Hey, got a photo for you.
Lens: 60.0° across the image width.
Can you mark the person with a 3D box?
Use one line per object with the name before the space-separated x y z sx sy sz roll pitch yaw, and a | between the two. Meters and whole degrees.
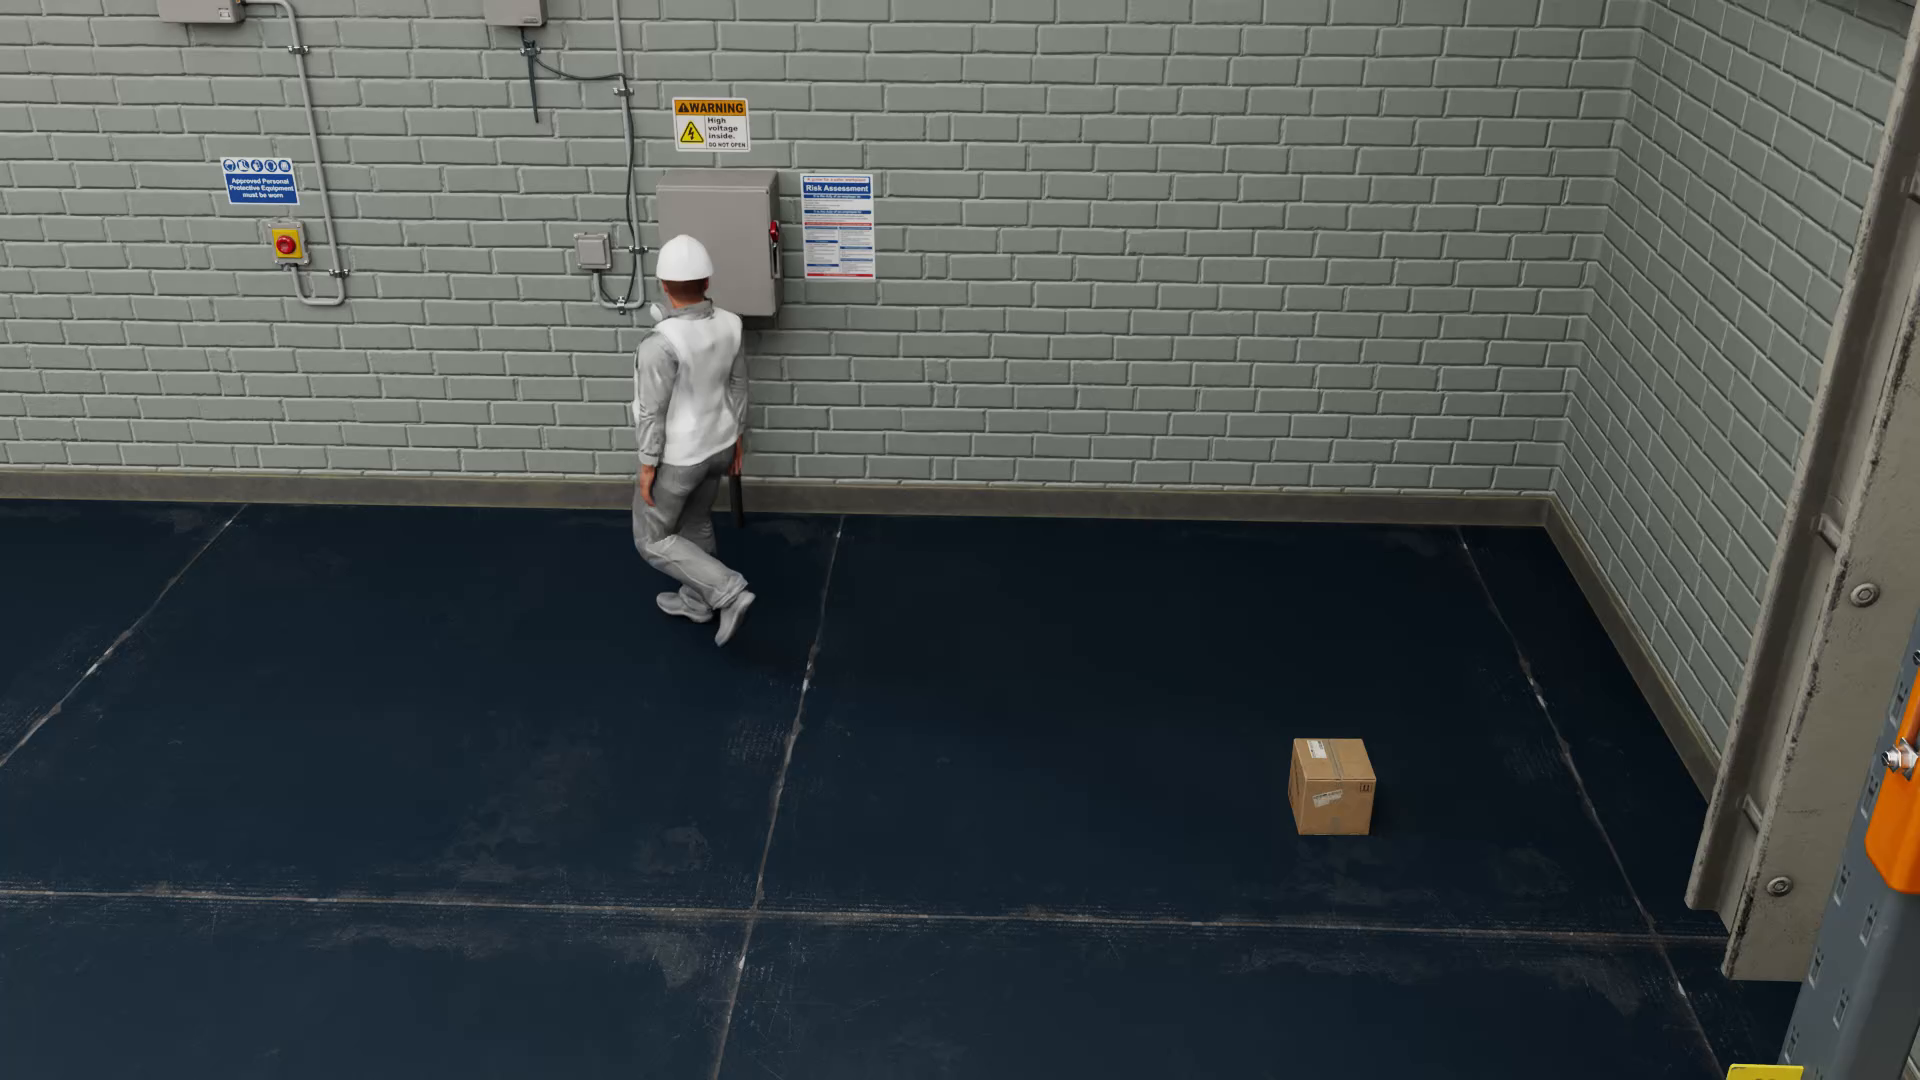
person | -1.096 -0.378 6.789 0.698 1.759 0.550 18 33 30
